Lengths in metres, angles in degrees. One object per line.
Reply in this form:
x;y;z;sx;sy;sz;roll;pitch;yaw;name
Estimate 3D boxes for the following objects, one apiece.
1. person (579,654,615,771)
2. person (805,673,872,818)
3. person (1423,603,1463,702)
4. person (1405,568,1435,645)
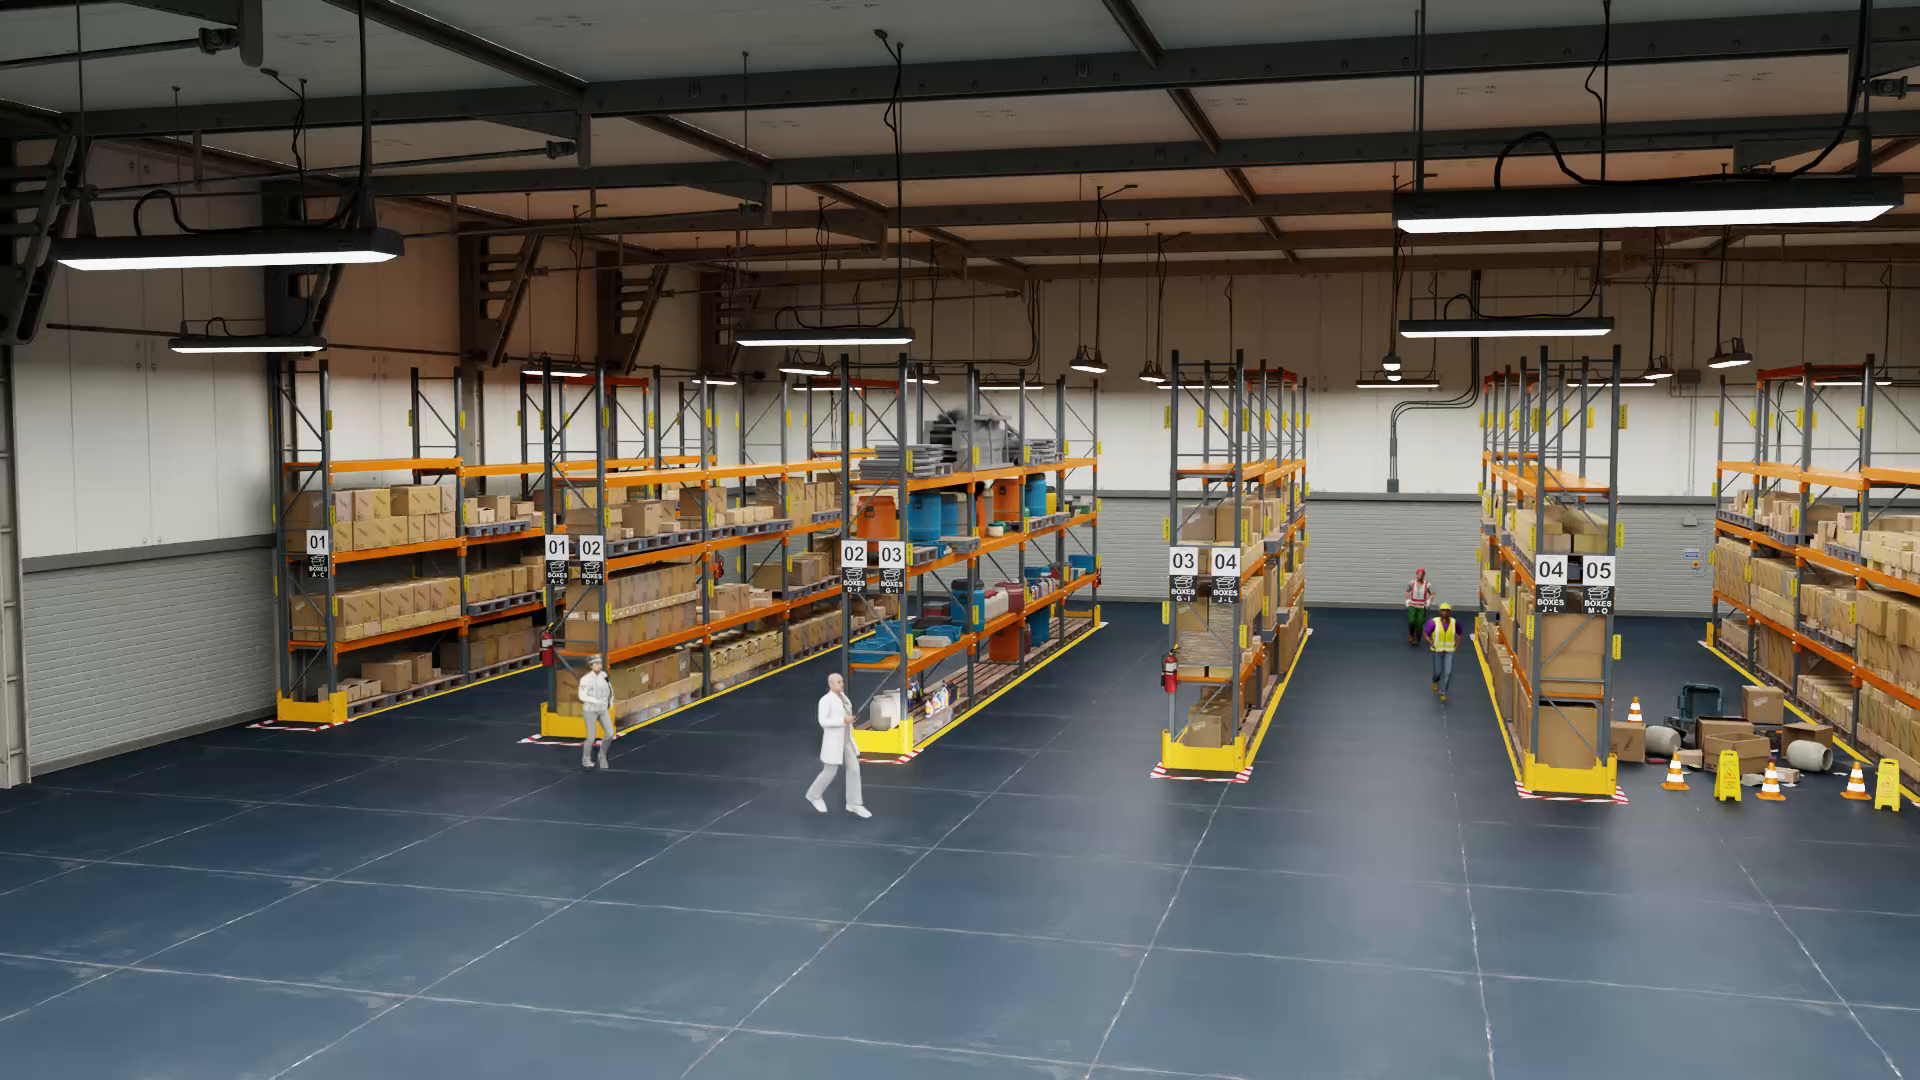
-5.155;2.471;23.734;0.638;1.715;0.665;-4;6;-43;person
-1.548;2.571;20.986;0.950;1.790;0.701;3;5;35;person
8.662;1.989;29.787;0.697;1.743;0.768;1;4;7;person
10.171;1.493;36.863;0.652;1.741;0.573;1;4;20;person
